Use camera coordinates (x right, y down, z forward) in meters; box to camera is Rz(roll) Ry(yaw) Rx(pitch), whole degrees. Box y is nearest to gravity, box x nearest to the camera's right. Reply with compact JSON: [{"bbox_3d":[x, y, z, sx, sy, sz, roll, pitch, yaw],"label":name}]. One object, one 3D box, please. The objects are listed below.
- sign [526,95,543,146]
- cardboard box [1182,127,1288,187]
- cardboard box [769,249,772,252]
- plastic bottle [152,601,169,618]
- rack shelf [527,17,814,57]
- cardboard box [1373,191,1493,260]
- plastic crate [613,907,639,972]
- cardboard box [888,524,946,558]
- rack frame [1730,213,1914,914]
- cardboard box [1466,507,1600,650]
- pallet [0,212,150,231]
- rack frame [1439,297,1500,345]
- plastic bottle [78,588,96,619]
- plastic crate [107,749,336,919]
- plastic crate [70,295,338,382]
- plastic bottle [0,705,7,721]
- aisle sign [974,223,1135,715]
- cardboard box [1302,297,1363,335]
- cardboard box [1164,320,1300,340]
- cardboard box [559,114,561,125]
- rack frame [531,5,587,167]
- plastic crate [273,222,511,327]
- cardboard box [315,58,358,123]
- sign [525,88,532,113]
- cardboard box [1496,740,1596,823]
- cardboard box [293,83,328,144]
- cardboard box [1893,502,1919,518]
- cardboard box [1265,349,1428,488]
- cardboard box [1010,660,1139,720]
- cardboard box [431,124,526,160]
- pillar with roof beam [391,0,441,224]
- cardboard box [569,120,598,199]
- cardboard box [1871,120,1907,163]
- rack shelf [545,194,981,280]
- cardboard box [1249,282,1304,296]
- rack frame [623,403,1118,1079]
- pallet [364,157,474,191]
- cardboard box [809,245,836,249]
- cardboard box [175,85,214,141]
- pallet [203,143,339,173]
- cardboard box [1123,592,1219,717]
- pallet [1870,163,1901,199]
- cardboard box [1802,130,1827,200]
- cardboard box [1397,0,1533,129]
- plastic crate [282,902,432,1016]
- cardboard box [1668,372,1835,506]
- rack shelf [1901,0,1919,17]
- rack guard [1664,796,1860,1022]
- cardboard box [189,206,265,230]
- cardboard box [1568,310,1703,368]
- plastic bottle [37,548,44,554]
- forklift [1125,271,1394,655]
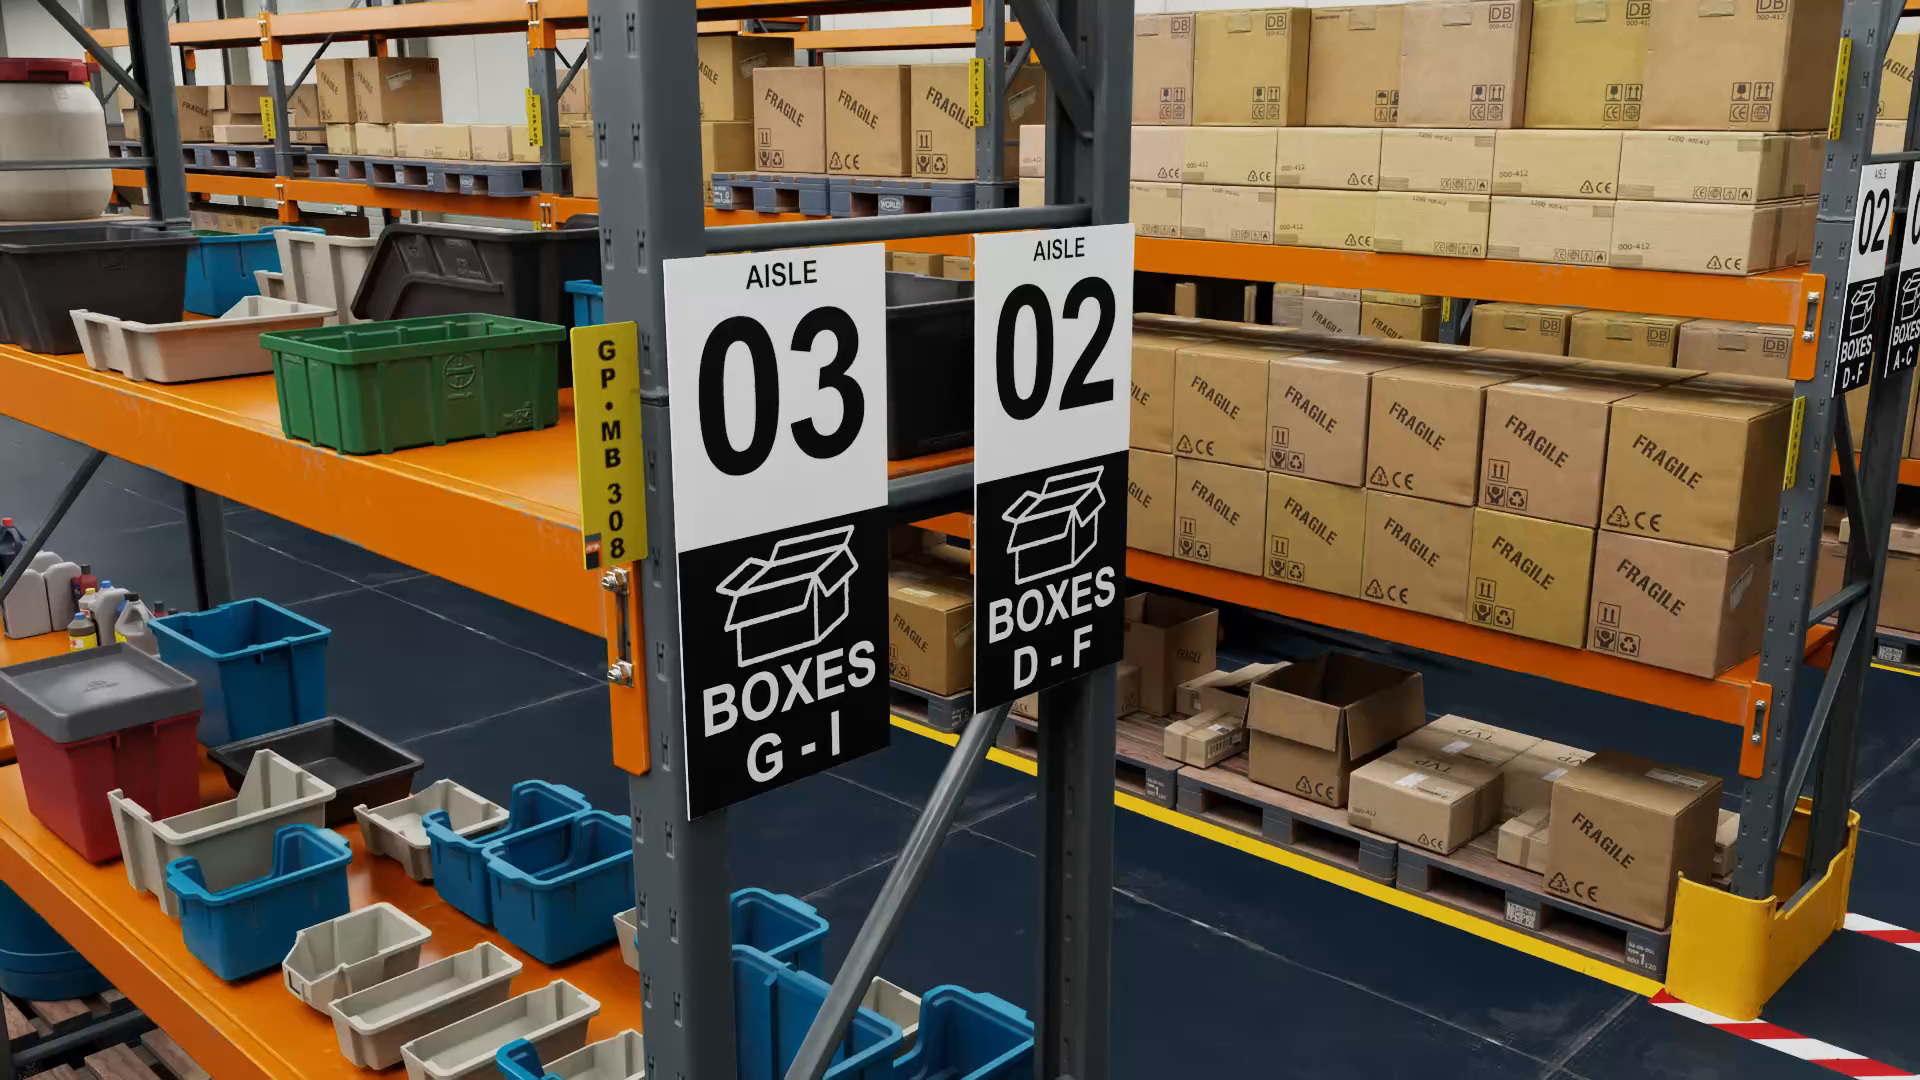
[{"bbox_3d":[-2.806,-2.766,10.966,0.005,0.325,0.100,14,20,42],"label":"sign"},{"bbox_3d":[1.355,-1.739,7.513,0.500,0.250,0.500,14,20,42],"label":"cardboard box"},{"bbox_3d":[-2.052,-3.145,18.324,0.500,0.500,0.500,13,19,41],"label":"cardboard box"},{"bbox_3d":[-3.040,0.365,6.314,0.133,0.283,0.061,14,20,42],"label":"plastic bottle"},{"bbox_3d":[-3.298,-5.628,18.619,4.000,0.370,1.077,14,20,42],"label":"rack shelf"},{"bbox_3d":[2.070,-1.321,6.900,0.500,0.250,0.500,14,20,42],"label":"cardboard box"},{"bbox_3d":[-0.708,0.979,4.129,0.298,0.136,0.250,14,20,42],"label":"plastic crate"},{"bbox_3d":[-0.434,-0.095,10.446,0.500,0.250,0.500,14,20,42],"label":"cardboard box"},{"bbox_3d":[3.344,0.275,6.427,0.127,3.000,1.000,14,20,42],"label":"rack frame"},{"bbox_3d":[2.457,0.108,6.872,0.500,0.500,0.500,14,20,43],"label":"cardboard box"},{"bbox_3d":[-3.608,-1.006,5.770,1.003,0.211,1.213,14,20,42],"label":"pallet"},{"bbox_3d":[3.900,-1.325,12.567,0.127,3.000,1.000,14,20,42],"label":"rack frame"},{"bbox_3d":[-3.513,0.296,6.741,0.097,0.201,0.097,0,15,0],"label":"plastic bottle"},{"bbox_3d":[-2.005,0.802,4.519,0.530,0.282,0.437,14,20,42],"label":"plastic crate"},{"bbox_3d":[-1.756,-0.467,3.849,0.530,0.136,0.437,14,20,42],"label":"plastic crate"},{"bbox_3d":[-3.411,0.533,5.830,0.097,0.201,0.097,0,15,0],"label":"plastic bottle"},{"bbox_3d":[0.161,-0.126,2.810,0.004,0.787,0.394,14,20,42],"label":"aisle sign"},{"bbox_3d":[3.019,-1.649,12.985,0.500,0.500,0.500,14,20,43],"label":"cardboard box"},{"bbox_3d":[1.379,-0.827,8.474,0.500,0.500,0.500,13,20,41],"label":"cardboard box"},{"bbox_3d":[-4.671,-4.831,19.835,0.500,0.500,0.500,-14,20,-43],"label":"cardboard box"},{"bbox_3d":[-2.415,-4.028,11.044,0.127,3.000,1.000,14,20,42],"label":"rack frame"},{"bbox_3d":[-1.478,-0.665,4.320,0.530,0.282,0.437,14,20,42],"label":"plastic crate"},{"bbox_3d":[-4.878,-3.655,13.539,0.500,0.500,0.500,14,20,43],"label":"cardboard box"},{"bbox_3d":[-5.115,-5.201,19.761,0.005,0.325,0.100,14,20,42],"label":"sign"},{"bbox_3d":[2.790,1.159,7.617,0.500,0.250,0.500,14,20,42],"label":"cardboard box"},{"bbox_3d":[-5.474,-3.732,14.548,0.500,0.500,0.500,-12,19,-40],"label":"cardboard box"},{"bbox_3d":[6.070,-0.140,10.857,0.250,0.149,0.380,14,20,42],"label":"cardboard box"},{"bbox_3d":[1.722,-0.553,7.425,0.500,0.500,0.500,-14,20,-42],"label":"cardboard box"},{"bbox_3d":[0.617,0.776,8.965,0.500,0.311,0.500,14,20,42],"label":"cardboard box"},{"bbox_3d":[-3.574,-2.967,12.386,0.500,0.250,0.500,13,20,41],"label":"cardboard box"},{"bbox_3d":[-10.941,-6.631,21.035,0.400,9.000,9.100,14,20,42],"label":"pillar with roof beam"},{"bbox_3d":[-2.077,-2.555,11.140,0.500,0.500,0.910,14,20,42],"label":"cardboard box"},{"bbox_3d":[5.693,-2.426,10.112,0.500,0.250,0.500,13,19,40],"label":"cardboard box"},{"bbox_3d":[-0.975,-1.878,10.170,4.000,0.370,1.077,14,20,42],"label":"rack shelf"},{"bbox_3d":[2.658,-2.105,13.248,0.500,0.250,0.500,-14,20,-43],"label":"cardboard box"},{"bbox_3d":[-0.097,1.174,2.979,0.127,3.000,1.000,14,20,42],"label":"rack frame"},{"bbox_3d":[-3.773,-2.783,12.589,1.003,0.211,1.213,-13,20,-42],"label":"pallet"},{"bbox_3d":[-1.119,-2.792,17.127,0.700,0.500,0.500,-12,19,-39],"label":"cardboard box"},{"bbox_3d":[-7.168,-3.956,15.407,0.500,0.500,0.500,14,20,42],"label":"cardboard box"},{"bbox_3d":[-5.926,-3.378,14.675,1.213,0.211,1.003,14,20,42],"label":"pallet"},{"bbox_3d":[1.072,0.620,9.189,0.500,0.500,0.500,14,20,42],"label":"cardboard box"},{"bbox_3d":[6.238,-2.161,10.005,1.213,0.211,1.003,14,20,42],"label":"pallet"},{"bbox_3d":[3.155,-1.483,6.531,0.500,0.250,0.500,14,20,42],"label":"cardboard box"},{"bbox_3d":[2.227,-1.967,6.900,0.500,0.500,0.700,14,20,42],"label":"cardboard box"},{"bbox_3d":[-1.451,1.016,3.987,0.250,0.136,0.298,14,20,42],"label":"plastic crate"},{"bbox_3d":[3.208,-0.383,6.770,0.500,0.500,0.500,-14,20,-42],"label":"cardboard box"},{"bbox_3d":[5.340,-3.336,10.609,4.000,0.370,1.077,14,20,42],"label":"rack shelf"},{"bbox_3d":[3.289,1.471,6.794,0.348,0.500,1.175,14,20,42],"label":"rack guard"},{"bbox_3d":[-7.063,-2.929,15.952,0.500,0.500,0.700,14,20,42],"label":"cardboard box"},{"bbox_3d":[4.801,-1.243,11.660,0.700,0.700,0.980,13,19,41],"label":"cardboard box"},{"bbox_3d":[-3.943,0.158,7.133,0.097,0.271,0.097,0,15,0],"label":"plastic bottle"},{"bbox_3d":[1.838,-0.866,10.944,1.130,2.935,3.031,-12,19,-38],"label":"forklift"}]
